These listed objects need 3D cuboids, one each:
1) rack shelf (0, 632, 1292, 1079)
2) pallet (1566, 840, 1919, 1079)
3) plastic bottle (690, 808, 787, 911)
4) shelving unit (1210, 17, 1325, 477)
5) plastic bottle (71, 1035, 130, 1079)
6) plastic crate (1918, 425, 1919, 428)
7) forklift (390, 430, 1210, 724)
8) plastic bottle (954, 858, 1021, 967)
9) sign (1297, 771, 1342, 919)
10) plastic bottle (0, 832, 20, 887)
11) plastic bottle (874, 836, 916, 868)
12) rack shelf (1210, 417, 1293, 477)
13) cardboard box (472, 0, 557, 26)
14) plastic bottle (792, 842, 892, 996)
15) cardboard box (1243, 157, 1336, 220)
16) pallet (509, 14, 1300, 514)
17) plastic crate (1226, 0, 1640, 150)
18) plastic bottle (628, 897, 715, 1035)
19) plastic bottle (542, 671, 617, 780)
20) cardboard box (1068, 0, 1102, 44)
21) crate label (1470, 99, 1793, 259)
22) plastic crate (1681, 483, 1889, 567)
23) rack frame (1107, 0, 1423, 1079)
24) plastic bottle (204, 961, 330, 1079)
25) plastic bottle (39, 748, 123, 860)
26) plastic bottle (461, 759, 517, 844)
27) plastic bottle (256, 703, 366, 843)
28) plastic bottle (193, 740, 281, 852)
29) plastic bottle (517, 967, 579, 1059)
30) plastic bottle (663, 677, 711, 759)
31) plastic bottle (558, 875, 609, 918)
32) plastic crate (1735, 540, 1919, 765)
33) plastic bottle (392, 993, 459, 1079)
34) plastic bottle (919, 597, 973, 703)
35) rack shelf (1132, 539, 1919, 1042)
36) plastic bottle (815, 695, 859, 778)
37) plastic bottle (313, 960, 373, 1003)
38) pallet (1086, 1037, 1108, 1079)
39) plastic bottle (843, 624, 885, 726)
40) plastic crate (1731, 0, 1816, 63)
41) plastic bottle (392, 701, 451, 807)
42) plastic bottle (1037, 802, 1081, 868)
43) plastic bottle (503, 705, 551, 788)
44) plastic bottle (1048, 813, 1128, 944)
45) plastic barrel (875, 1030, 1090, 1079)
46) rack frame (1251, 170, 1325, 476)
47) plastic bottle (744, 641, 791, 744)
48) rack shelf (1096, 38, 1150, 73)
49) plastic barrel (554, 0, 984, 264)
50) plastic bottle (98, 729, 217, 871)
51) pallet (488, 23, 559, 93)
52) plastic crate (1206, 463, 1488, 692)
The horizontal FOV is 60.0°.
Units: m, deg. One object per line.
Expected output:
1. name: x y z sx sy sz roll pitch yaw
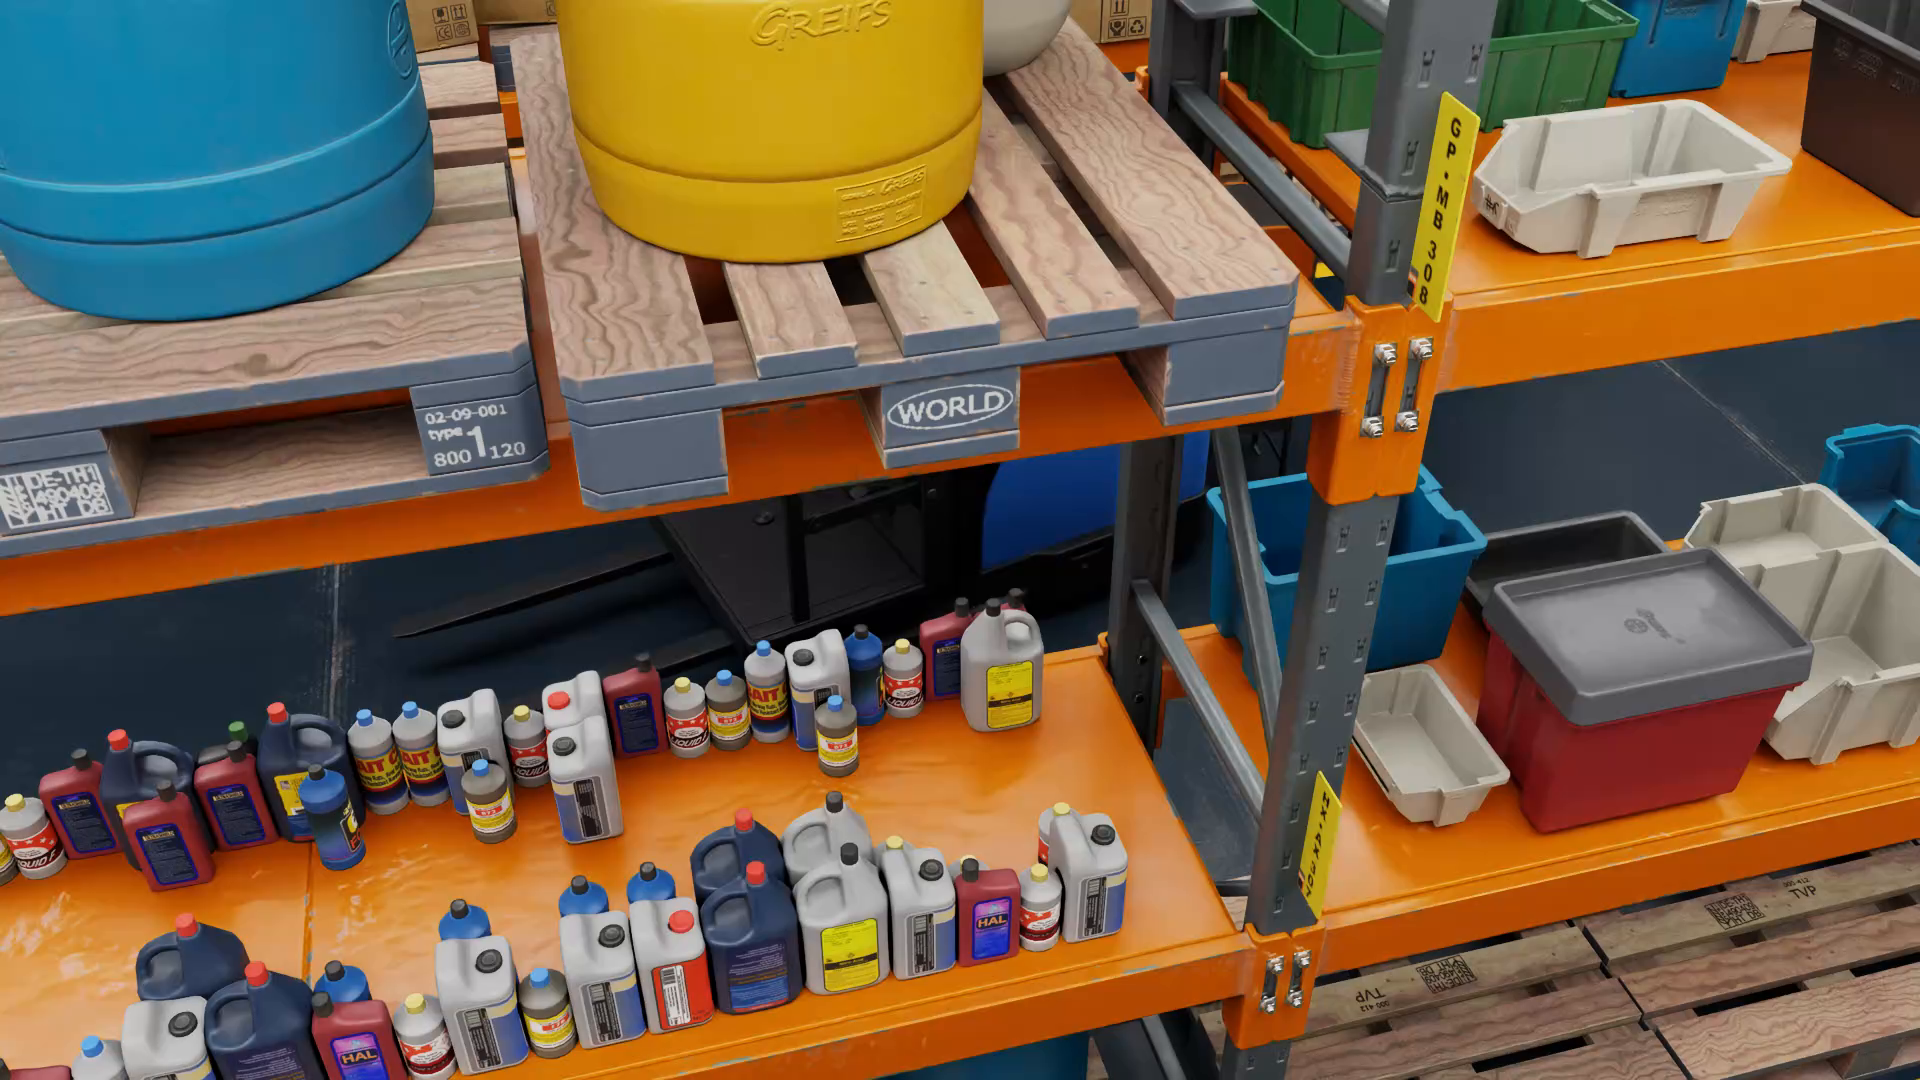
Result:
1. rack shelf: -1.367 0.991 3.577 4.000 0.370 1.077 -9 38 -12
2. pallet: 2.443 1.162 5.058 1.213 0.211 1.003 -9 38 -12
3. plastic bottle: -0.455 0.691 3.419 0.185 0.351 0.144 -9 38 -12
4. shelving unit: 1.078 -1.110 6.473 0.503 2.100 0.431 -6 38 -7
5. plastic bottle: -1.562 1.009 3.068 0.097 0.271 0.097 0 37 0
6. plastic crate: 2.830 -0.148 4.562 0.300 0.233 0.416 -9 38 -12
7. forklift: -0.565 -0.943 5.570 3.031 2.935 1.130 -19 41 -23
8. plastic bottle: 0.056 0.751 3.396 0.133 0.283 0.061 -9 38 -12
9. sign: 0.705 0.602 3.267 0.005 0.325 0.100 -9 38 -12
10. plastic bottle: -2.116 0.650 3.594 0.097 0.201 0.097 0 37 0
11. plastic bottle: -0.136 0.707 3.520 0.097 0.201 0.097 0 37 0
12. rack shelf: 1.077 -0.544 6.907 0.480 0.518 0.431 -6 38 -7
13. cardboard box: -1.887 -2.634 7.296 0.500 0.500 0.700 -4 38 -5
14. plastic bottle: -0.239 0.746 3.347 0.185 0.351 0.144 -9 38 -12
15. cardboard box: 1.752 -1.870 8.627 0.500 0.250 0.500 -9 38 -12
16. pallet: -0.168 -0.546 2.682 1.003 0.211 1.213 -9 38 -12
17. plastic crate: 0.894 -0.963 3.245 0.662 0.188 0.450 -9 38 -12
18. plastic bottle: -0.572 0.828 3.301 0.135 0.276 0.152 -9 38 -12
19. plastic bottle: -0.877 0.435 3.815 0.135 0.276 0.152 -9 38 -12
20. cardboard box: 0.332 -2.561 7.547 0.500 0.500 0.500 -9 38 -11
21. crate label: 1.111 -0.606 2.821 0.466 0.136 0.293 -9 38 -12
22. plastic crate: 2.166 0.018 4.426 0.466 0.136 0.293 -9 38 -12
23. rack frame: 0.563 0.389 3.773 0.127 3.000 1.000 -9 38 -12
24. plastic bottle: -1.302 0.920 3.118 0.185 0.351 0.144 -9 38 -12
25. plastic bottle: -1.916 0.573 3.628 0.133 0.283 0.061 -9 38 -12
26. plastic bottle: -1.050 0.571 3.698 0.097 0.201 0.097 0 37 0
27. plastic bottle: -1.444 0.496 3.674 0.185 0.351 0.144 -9 38 -12
28. plastic bottle: -1.592 0.559 3.647 0.133 0.283 0.061 -9 38 -12
29. plastic bottle: -0.807 0.913 3.251 0.097 0.201 0.097 0 37 0
30. plastic bottle: -0.643 0.409 3.910 0.097 0.201 0.097 0 37 0
31. plastic bottle: -0.753 0.781 3.366 0.097 0.271 0.097 0 37 0
32. plastic crate: 2.086 0.278 3.966 0.530 0.282 0.437 -9 38 -12
33. plastic bottle: -1.031 0.950 3.203 0.097 0.201 0.097 0 37 0
34. plastic bottle: -0.031 0.264 4.032 0.133 0.283 0.061 -9 38 -12
35. rack shelf: 2.494 0.358 4.406 4.000 0.370 1.077 -9 38 -12
36. plastic bottle: -0.286 0.446 3.862 0.097 0.201 0.097 0 37 0
37. plastic bottle: -1.176 0.908 3.201 0.097 0.271 0.097 0 37 0
38. pallet: -0.192 1.594 4.492 1.213 0.211 1.003 -9 38 -12
39. plastic bottle: -0.231 0.313 3.977 0.097 0.271 0.097 0 37 0
40. plastic crate: 1.692 -1.123 3.497 0.466 0.136 0.293 -9 38 -12
41. plastic bottle: -1.220 0.476 3.765 0.097 0.271 0.097 0 37 0
42. plastic bottle: 0.217 0.650 3.596 0.097 0.201 0.097 0 37 0
43. plastic bottle: -0.996 0.467 3.835 0.097 0.201 0.097 0 37 0
44. plastic bottle: 0.267 0.690 3.481 0.135 0.276 0.152 -9 38 -12
45. plastic barrel: 0.034 1.132 4.183 0.708 0.901 0.600 -9 38 -12
46. rack frame: 1.319 -1.134 6.504 0.015 2.100 0.400 -6 38 -7
47. plastic bottle: -0.455 0.350 3.929 0.097 0.271 0.097 0 37 0
48. rack shelf: 1.206 -2.548 8.205 4.000 0.370 1.077 -9 38 -12
49. plastic barrel: -0.265 -0.780 2.332 0.600 0.588 0.600 0 37 0
50. plastic bottle: -1.751 0.546 3.608 0.185 0.351 0.144 -9 38 -12
51. pallet: -1.524 -2.378 7.548 1.213 0.211 1.003 -9 38 -12
52. plastic crate: 0.925 0.097 4.118 0.575 0.384 0.392 -9 38 -12
